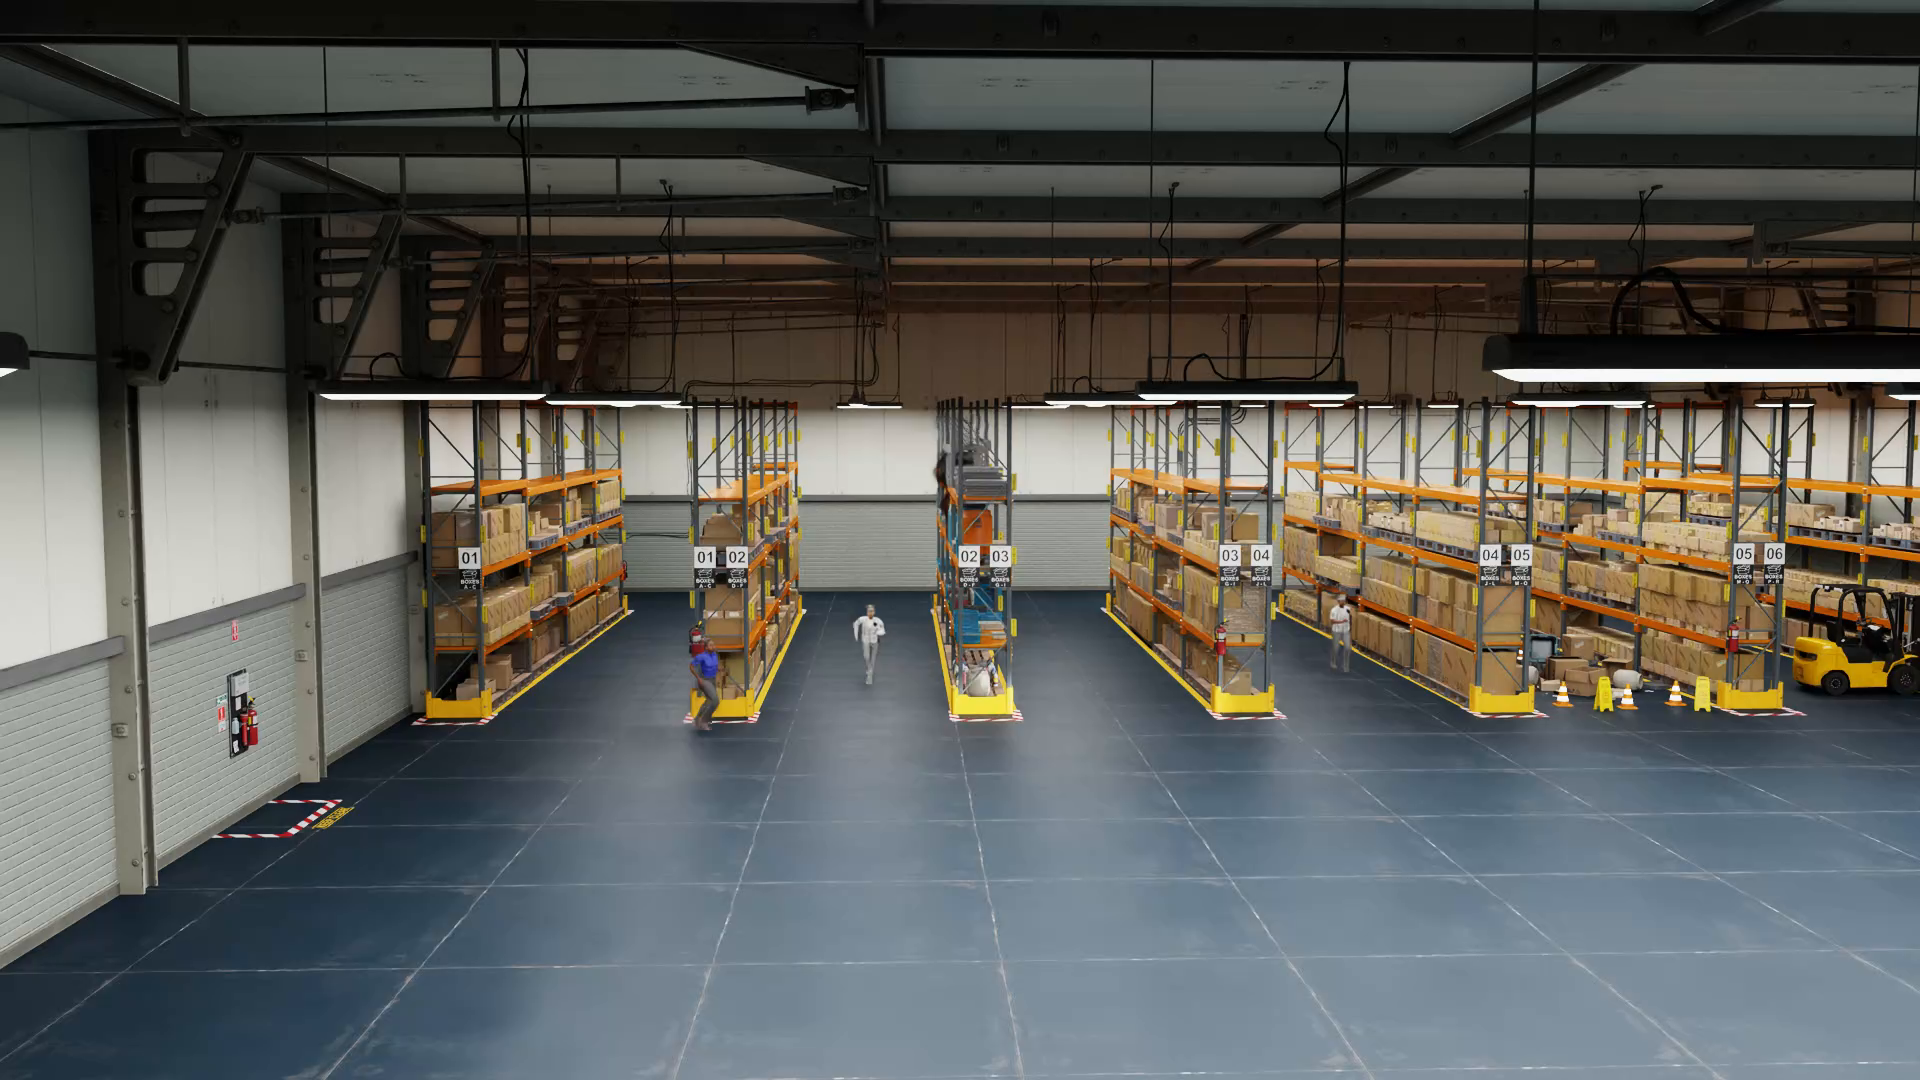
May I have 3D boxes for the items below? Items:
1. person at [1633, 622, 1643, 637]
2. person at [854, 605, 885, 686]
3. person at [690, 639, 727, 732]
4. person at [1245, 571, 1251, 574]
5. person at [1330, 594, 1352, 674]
[{"bbox_3d":[16.652,1.669,40.774,0.646,1.808,0.851,0,4,-2],"label":"person"},{"bbox_3d":[-1.897,2.189,34.926,0.637,1.709,0.812,0,4,-4],"label":"person"},{"bbox_3d":[-4.487,2.616,29.852,0.676,1.658,0.550,2,5,27],"label":"person"},{"bbox_3d":[8.042,1.309,45.999,0.684,1.736,0.561,0,4,-2],"label":"person"},{"bbox_3d":[8.389,2.075,36.583,0.540,1.771,0.786,0,4,-4],"label":"person"}]
